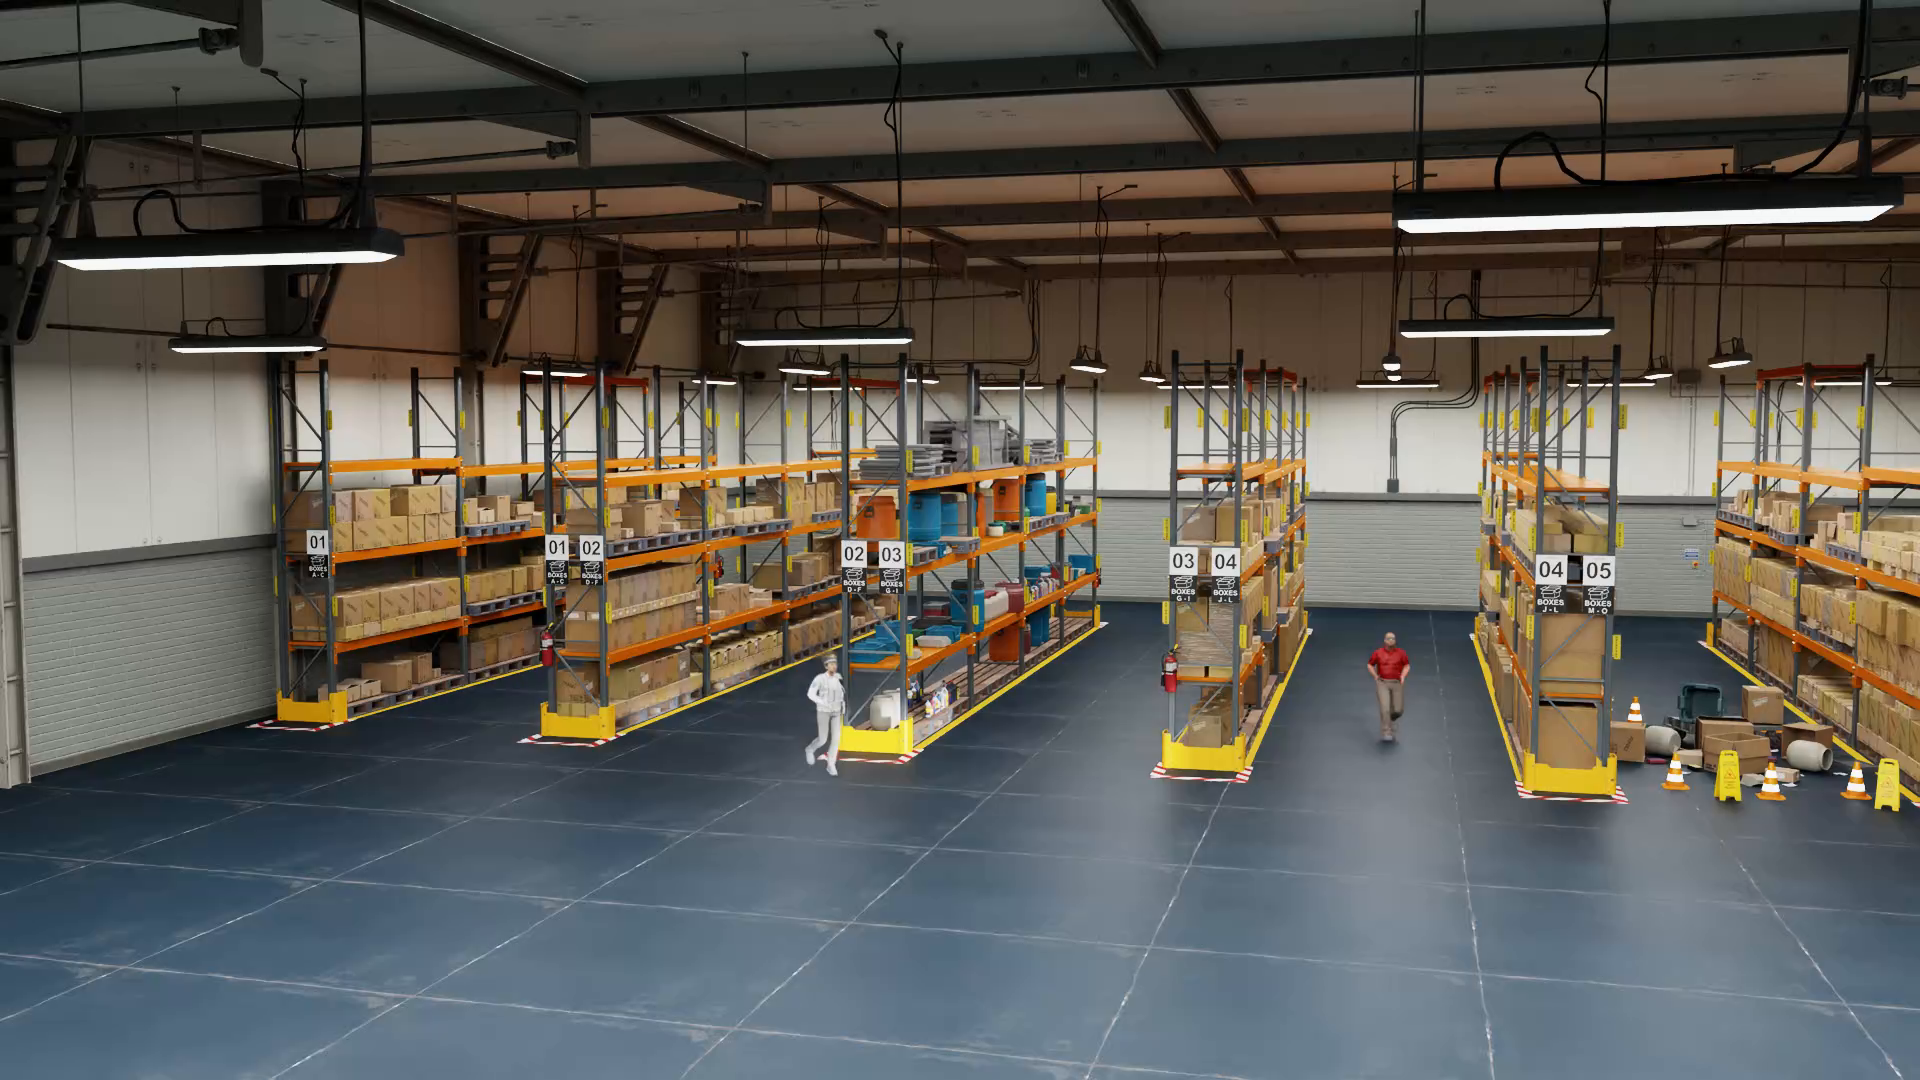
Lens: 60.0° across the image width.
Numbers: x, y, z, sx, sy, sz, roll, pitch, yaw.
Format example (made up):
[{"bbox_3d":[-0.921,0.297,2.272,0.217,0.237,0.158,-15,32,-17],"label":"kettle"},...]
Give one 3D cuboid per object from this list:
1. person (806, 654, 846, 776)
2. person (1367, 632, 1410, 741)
[{"bbox_3d":[-1.873,2.469,23.736,0.641,1.698,0.762,-3,5,-33],"label":"person"},{"bbox_3d":[6.734,2.284,26.124,0.664,1.674,0.633,0,4,6],"label":"person"}]
